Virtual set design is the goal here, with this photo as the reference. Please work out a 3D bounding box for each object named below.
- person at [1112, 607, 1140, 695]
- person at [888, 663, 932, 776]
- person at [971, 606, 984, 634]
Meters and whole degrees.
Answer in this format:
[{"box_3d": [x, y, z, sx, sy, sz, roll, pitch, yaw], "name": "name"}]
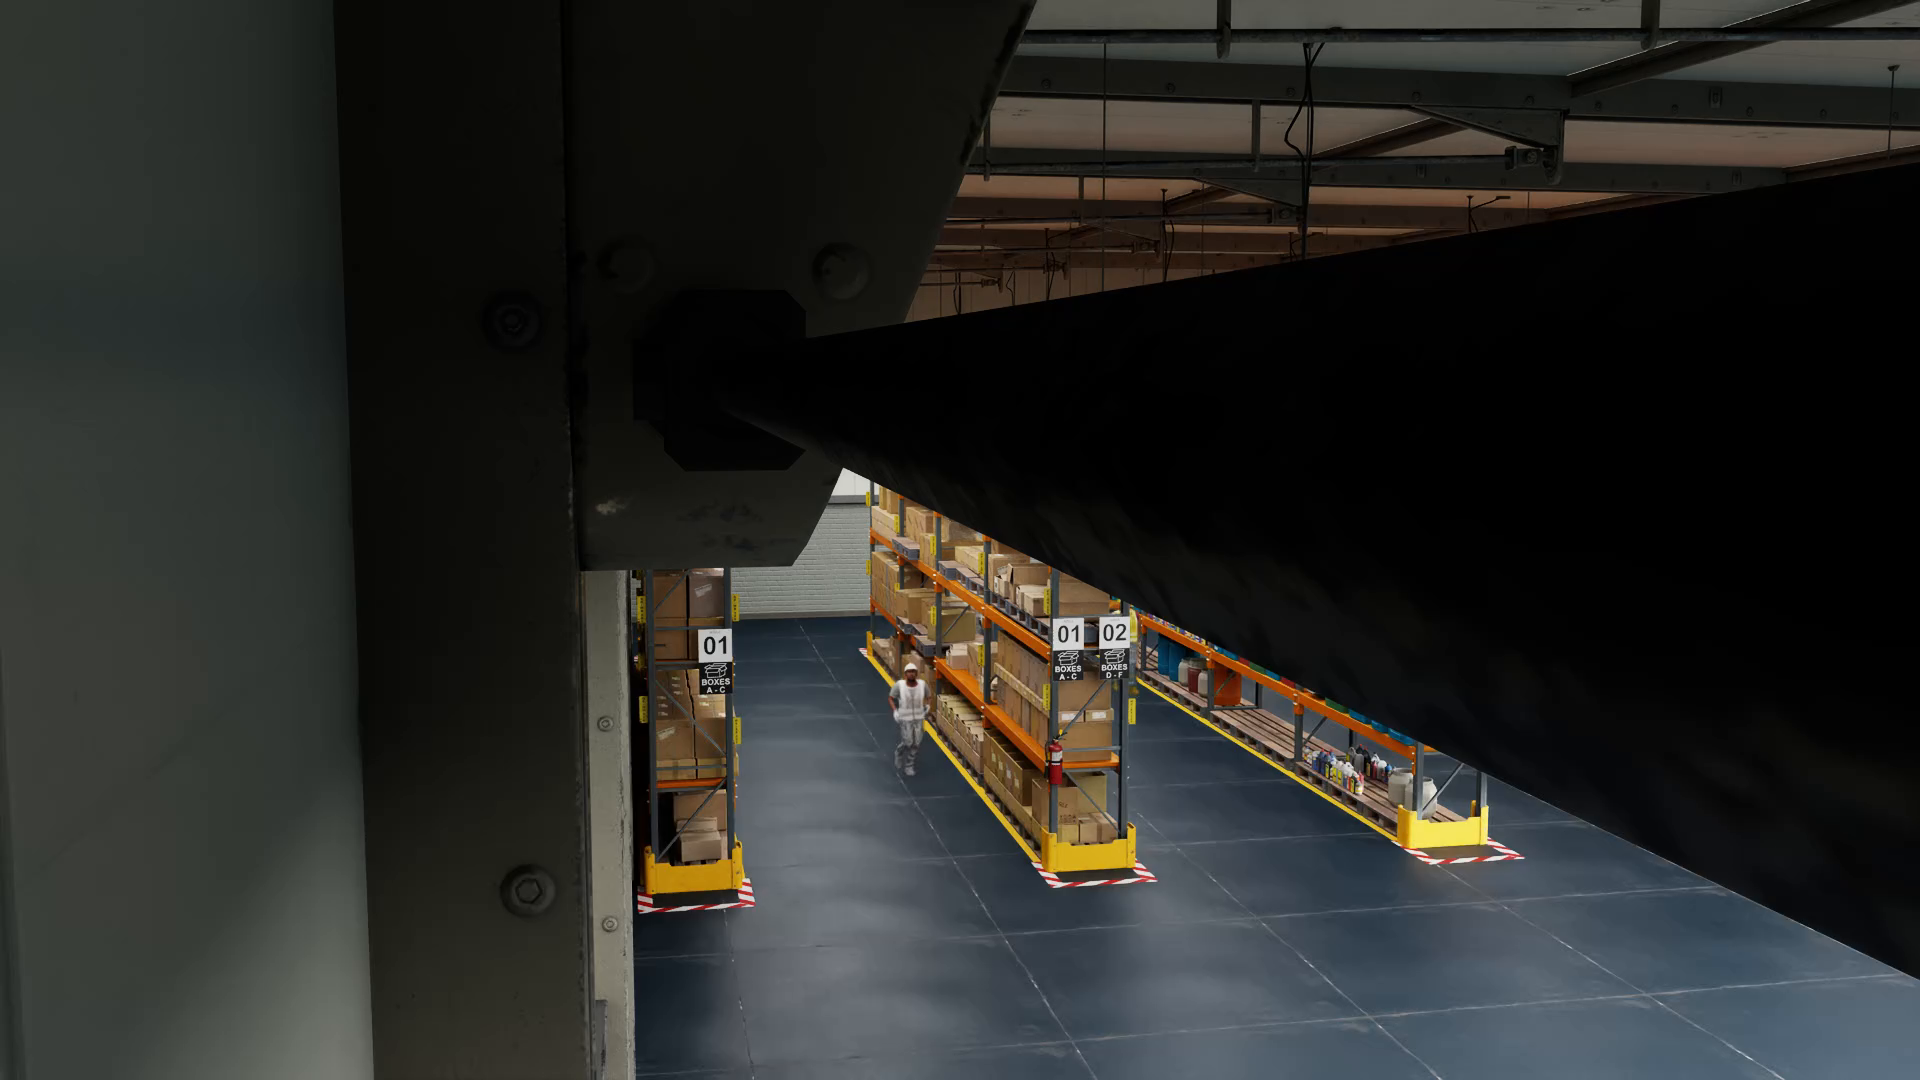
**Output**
[{"box_3d": [3.079, 1.928, 30.915, 0.741, 1.806, 0.848, -2, 6, -19], "name": "person"}, {"box_3d": [-0.732, 2.761, 25.586, 0.666, 1.745, 0.619, -2, 6, -16], "name": "person"}, {"box_3d": [0.364, 1.698, 36.445, 0.571, 1.659, 0.820, -3, 7, -30], "name": "person"}]
